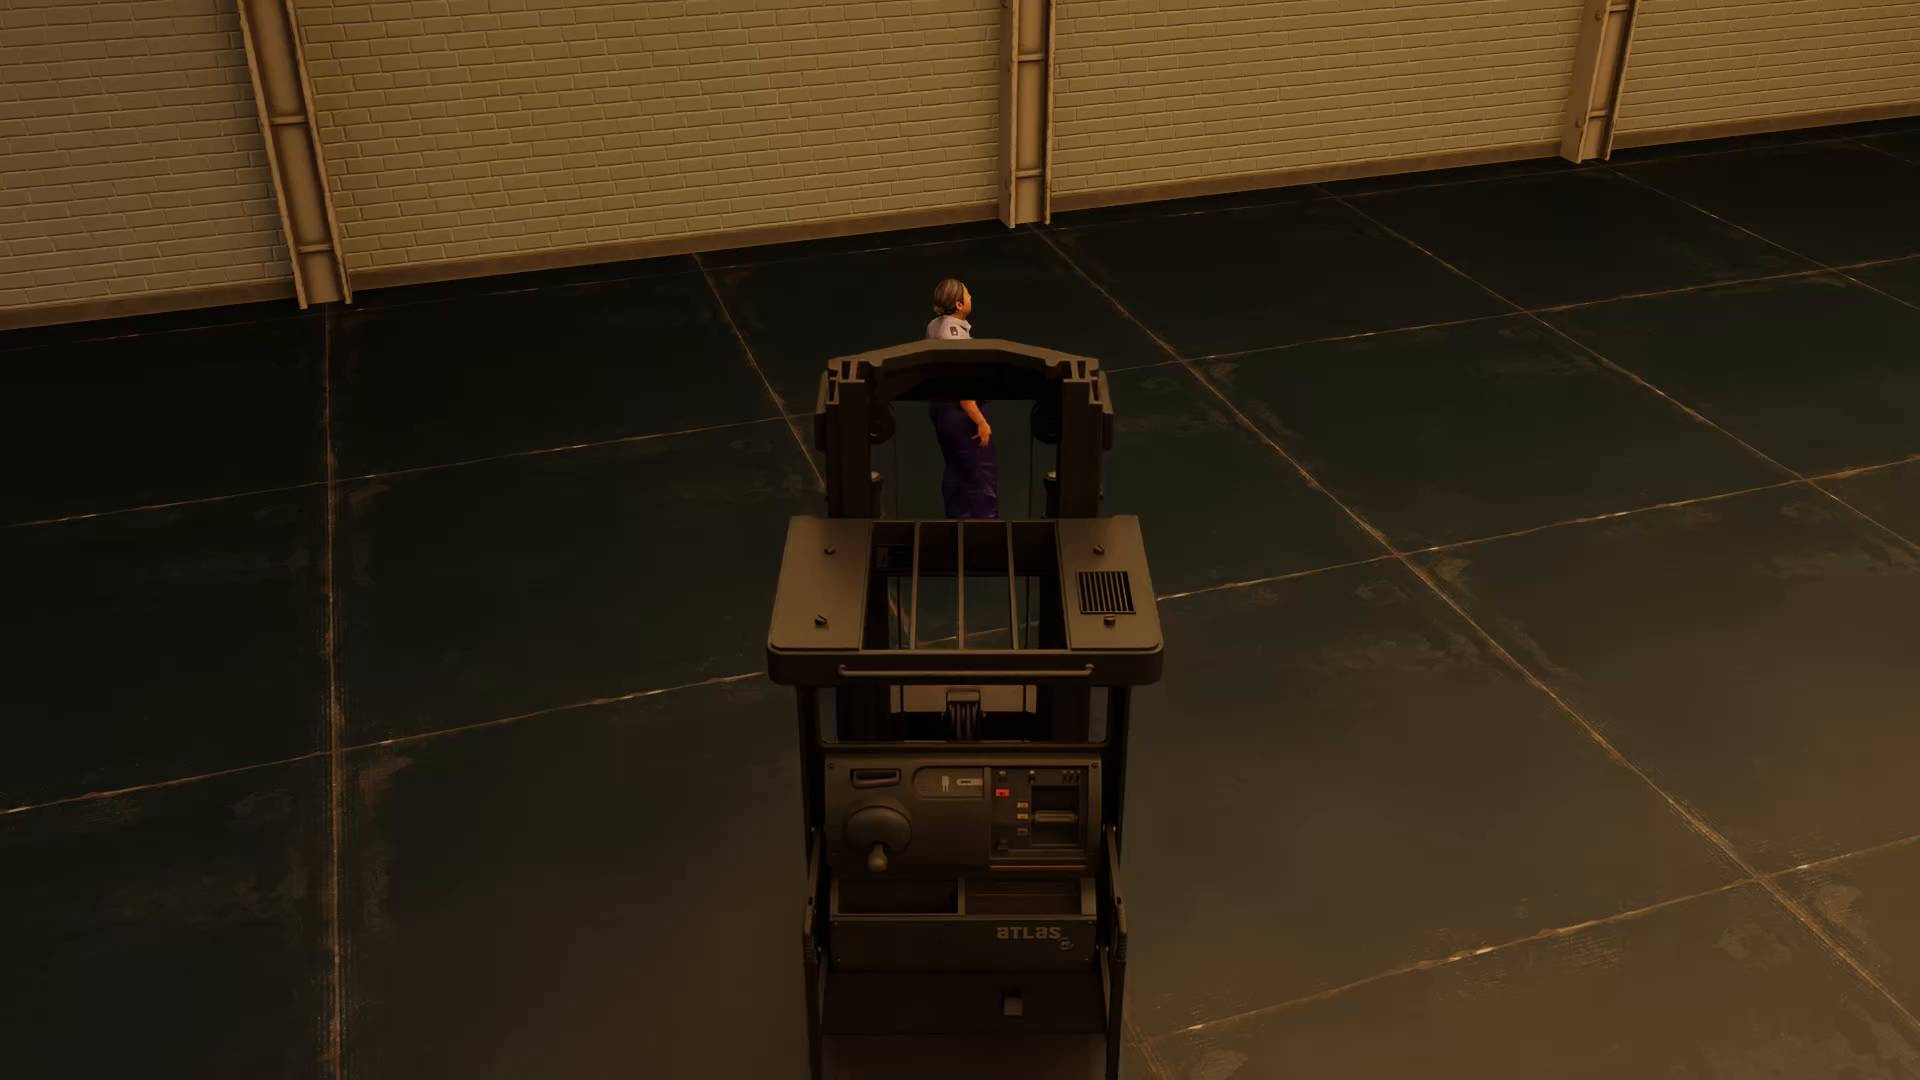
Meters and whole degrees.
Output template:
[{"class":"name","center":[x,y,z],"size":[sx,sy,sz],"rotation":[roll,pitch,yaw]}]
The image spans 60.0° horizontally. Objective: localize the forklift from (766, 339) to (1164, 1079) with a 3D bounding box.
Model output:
[{"class":"forklift","center":[0.013,0.965,5.411],"size":[1.130,2.935,3.031],"rotation":[0,30,0]}]

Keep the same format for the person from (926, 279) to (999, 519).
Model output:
[{"class":"person","center":[0.093,-0.723,9.617],"size":[0.502,1.651,0.598],"rotation":[-10,31,-16]}]
